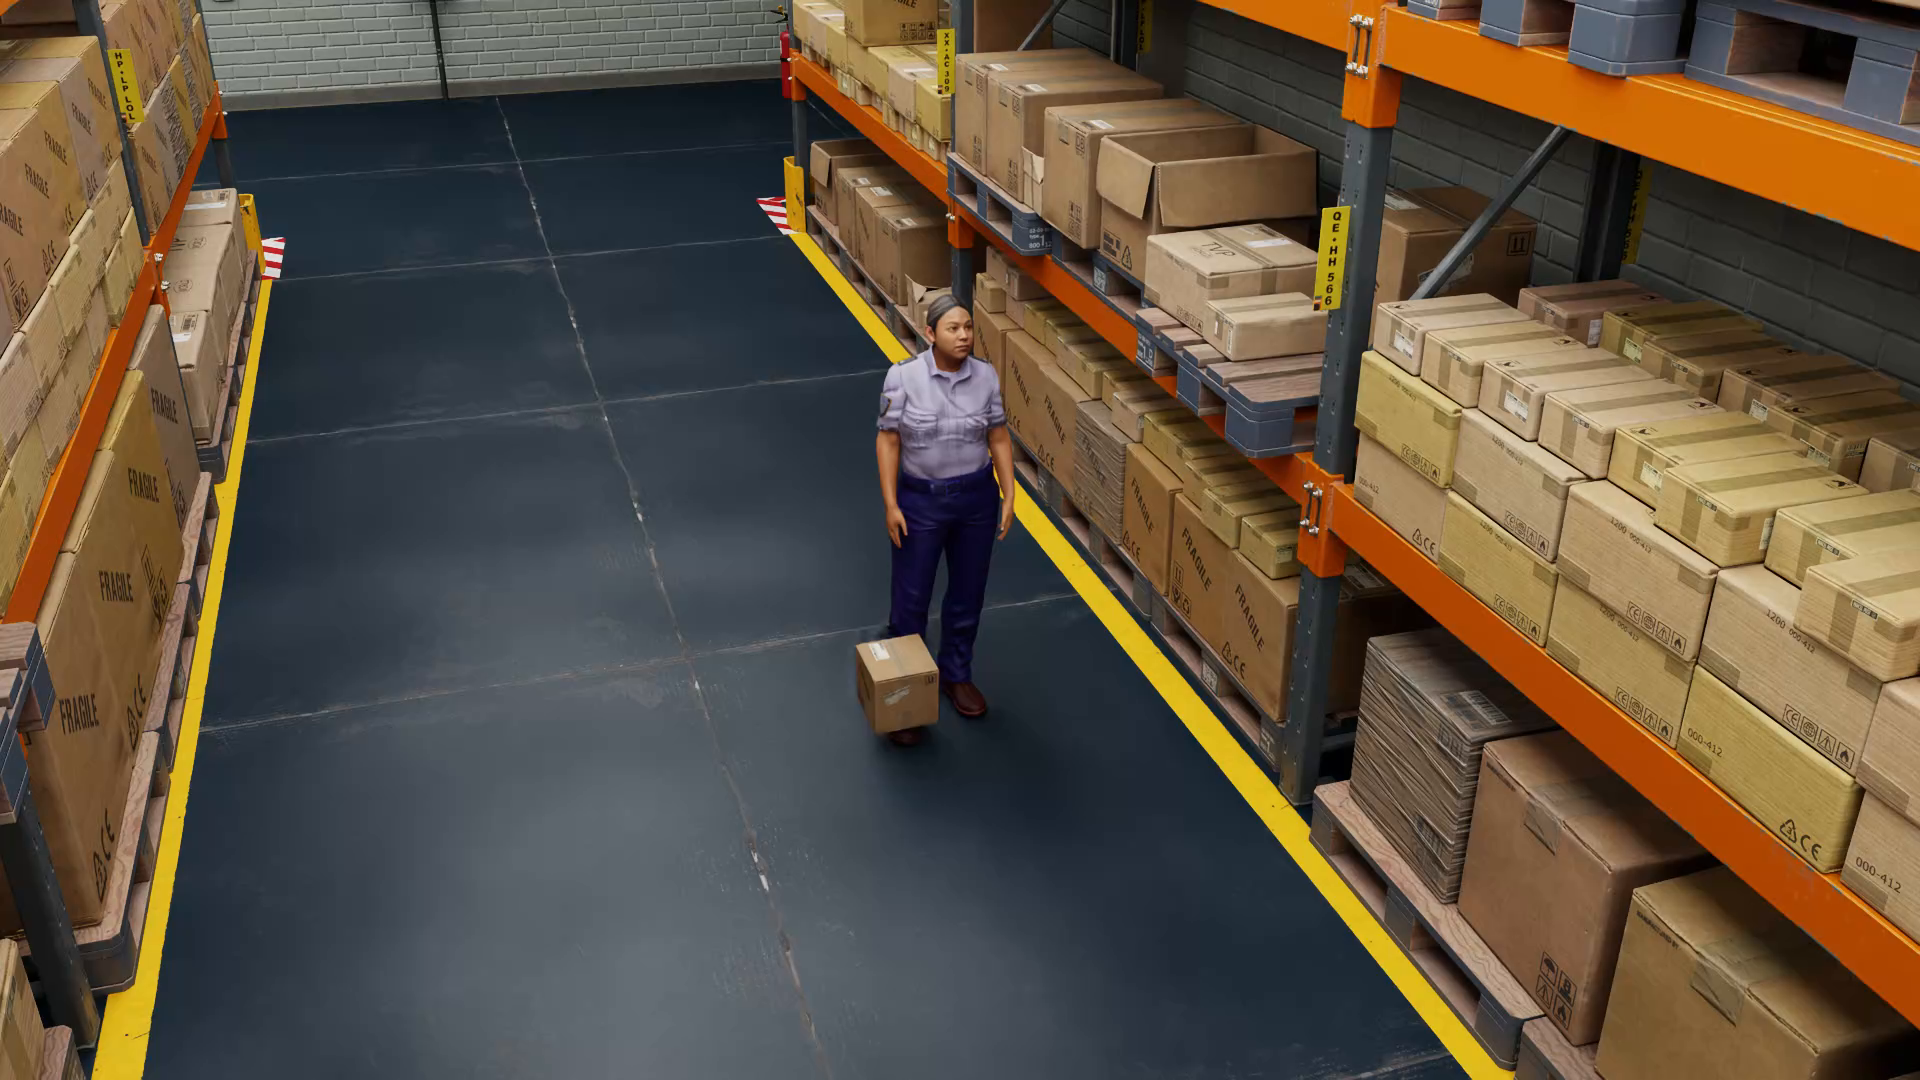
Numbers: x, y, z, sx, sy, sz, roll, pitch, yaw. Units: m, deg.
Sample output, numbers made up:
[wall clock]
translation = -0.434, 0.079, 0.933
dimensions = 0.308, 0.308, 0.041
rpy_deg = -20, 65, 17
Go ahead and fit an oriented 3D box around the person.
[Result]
[person]
translation = -0.047, -0.083, 6.278
dimensions = 0.587, 1.650, 0.506
rpy_deg = -8, 28, -16
